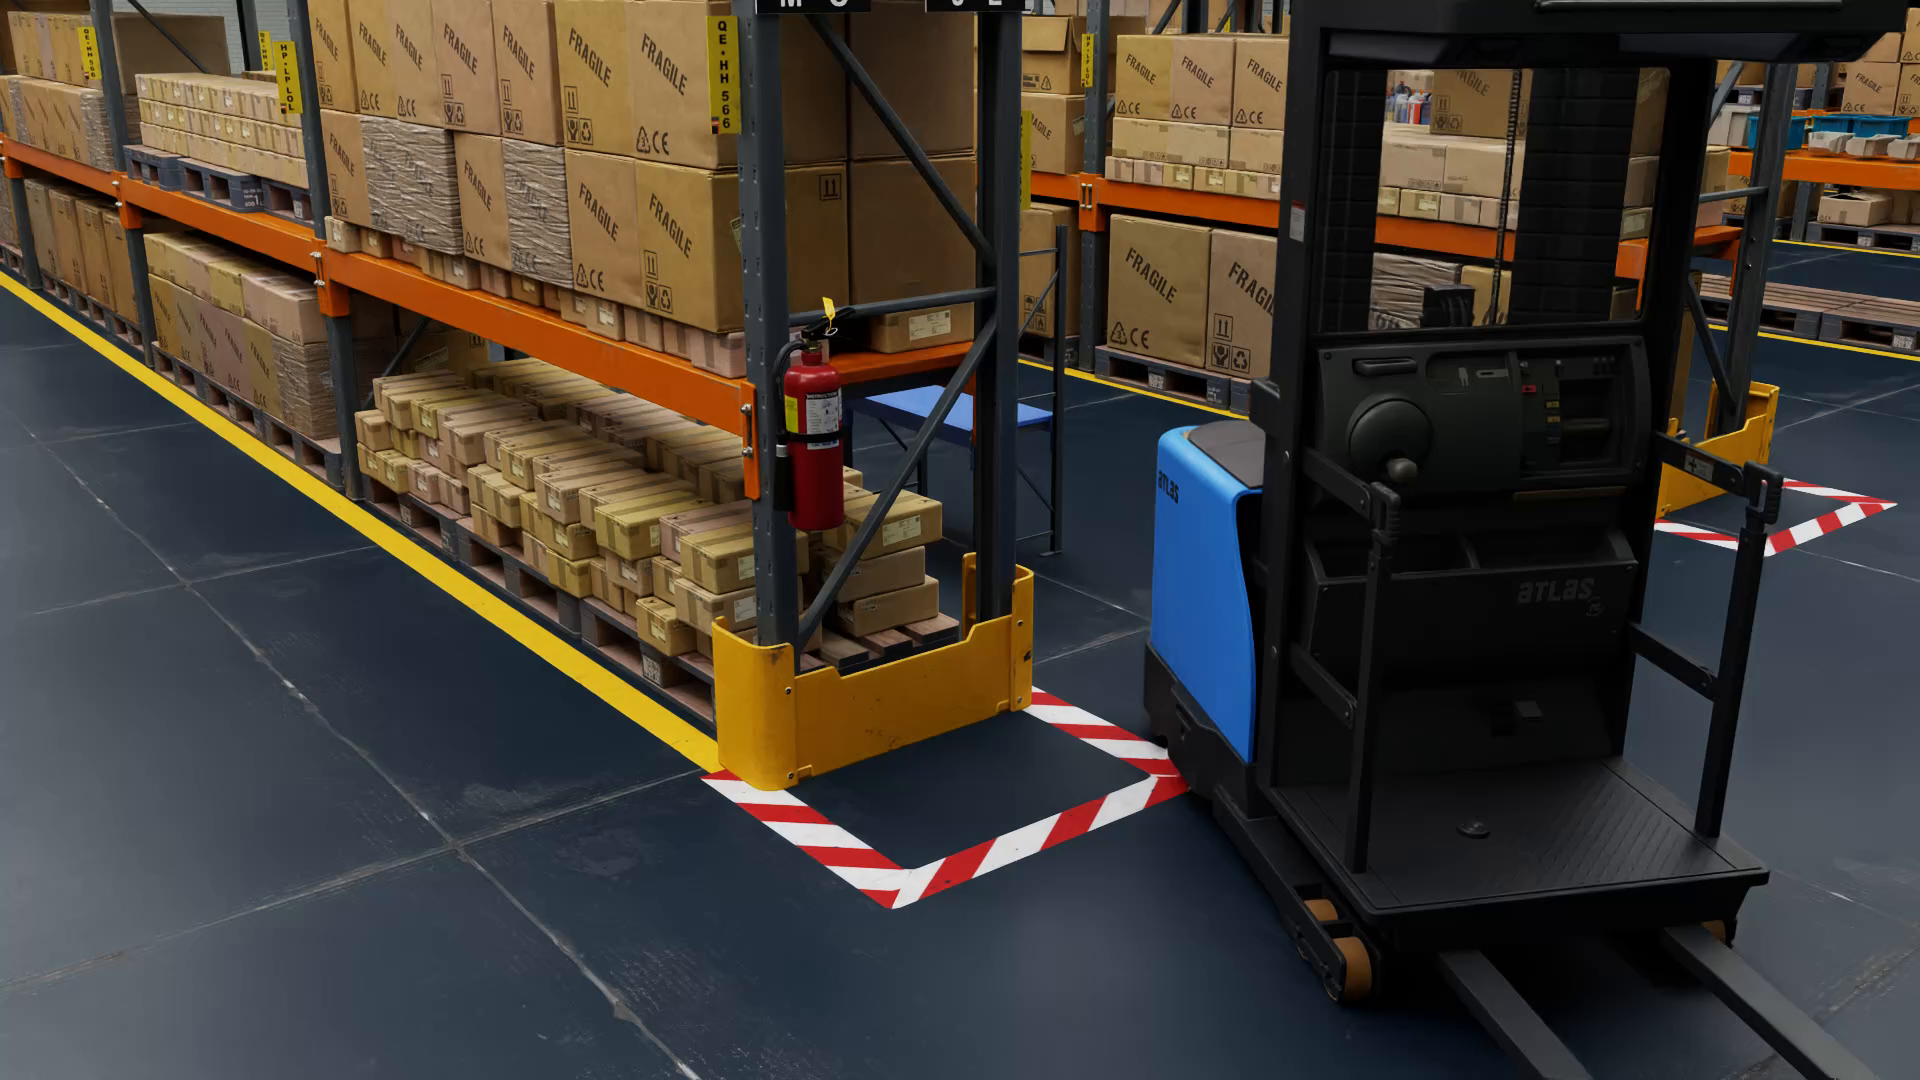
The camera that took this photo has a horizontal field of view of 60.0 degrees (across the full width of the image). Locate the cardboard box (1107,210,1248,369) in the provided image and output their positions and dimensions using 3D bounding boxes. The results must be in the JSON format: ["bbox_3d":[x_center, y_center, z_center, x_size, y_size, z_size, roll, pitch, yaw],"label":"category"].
[{"bbox_3d":[1.585,-1.678,10.871,0.875,0.875,0.875,-14,23,-36],"label":"cardboard box"}]

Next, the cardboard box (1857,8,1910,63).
[{"bbox_3d":[9.078,-4.949,16.288,0.500,0.500,0.500,-13,22,-35],"label":"cardboard box"}]

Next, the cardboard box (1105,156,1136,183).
[{"bbox_3d":[1.161,-2.409,10.764,0.380,0.149,0.250,-14,23,-36],"label":"cardboard box"}]

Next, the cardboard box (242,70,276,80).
[{"bbox_3d":[-4.533,-3.039,11.055,0.380,0.149,0.250,-15,24,-38],"label":"cardboard box"}]

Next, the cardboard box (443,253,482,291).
[{"bbox_3d":[-1.938,-1.155,6.977,0.380,0.149,0.250,-13,22,-34],"label":"cardboard box"}]

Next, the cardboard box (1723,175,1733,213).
[{"bbox_3d":[8.174,-3.810,17.872,0.500,0.500,0.500,-14,23,-36],"label":"cardboard box"}]

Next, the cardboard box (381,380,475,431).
[{"bbox_3d":[-2.537,-0.646,7.963,0.380,0.149,0.250,-13,22,-33],"label":"cardboard box"}]

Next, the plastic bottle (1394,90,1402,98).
[{"bbox_3d":[4.128,-4.099,15.674,0.097,0.271,0.097,0,18,0],"label":"plastic bottle"}]

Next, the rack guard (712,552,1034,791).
[{"bbox_3d":[-0.277,0.431,5.766,1.175,0.500,0.348,-14,23,-36],"label":"rack guard"}]

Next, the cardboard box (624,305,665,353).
[{"bbox_3d":[-0.946,-0.770,5.817,0.380,0.149,0.250,-14,23,-37],"label":"cardboard box"}]

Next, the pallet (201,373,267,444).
[{"bbox_3d":[-3.959,-0.891,10.218,1.003,0.211,1.213,-14,23,-36],"label":"pallet"}]

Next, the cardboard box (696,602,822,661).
[{"bbox_3d":[-0.720,0.328,5.967,0.380,0.149,0.250,-14,23,-35],"label":"cardboard box"}]

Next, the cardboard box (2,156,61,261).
[{"bbox_3d":[-8.016,-3.053,15.023,0.875,0.875,0.875,-14,23,-35],"label":"cardboard box"}]

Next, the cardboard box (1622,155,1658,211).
[{"bbox_3d":[3.212,-1.818,8.346,0.500,0.250,0.500,-14,23,-37],"label":"cardboard box"}]

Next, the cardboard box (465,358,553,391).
[{"bbox_3d":[-2.288,-0.814,8.470,0.380,0.149,0.250,-13,22,-35],"label":"cardboard box"}]

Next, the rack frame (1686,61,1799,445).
[{"bbox_3d":[3.721,-1.680,8.165,1.000,3.000,0.127,-14,23,-36],"label":"rack frame"}]

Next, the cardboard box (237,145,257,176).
[{"bbox_3d":[-3.762,-2.117,9.215,0.380,0.149,0.250,-15,24,-38],"label":"cardboard box"}]

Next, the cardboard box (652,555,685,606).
[{"bbox_3d":[-0.901,0.127,6.102,0.380,0.149,0.250,-15,23,-37],"label":"cardboard box"}]

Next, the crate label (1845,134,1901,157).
[{"bbox_3d":[6.595,-2.854,12.033,0.396,0.136,0.243,-14,23,-36],"label":"crate label"}]

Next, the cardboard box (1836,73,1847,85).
[{"bbox_3d":[11.387,-5.940,21.396,0.380,0.149,0.250,-14,23,-36],"label":"cardboard box"}]

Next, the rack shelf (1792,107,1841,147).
[{"bbox_3d":[7.764,-4.750,18.579,1.077,0.370,4.000,-14,23,-36],"label":"rack shelf"}]

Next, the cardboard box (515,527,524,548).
[{"bbox_3d":[-1.678,-0.055,7.123,0.380,0.149,0.250,-13,22,-35],"label":"cardboard box"}]

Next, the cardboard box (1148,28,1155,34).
[{"bbox_3d":[2.915,-7.263,23.835,0.380,0.149,0.250,-13,22,-35],"label":"cardboard box"}]

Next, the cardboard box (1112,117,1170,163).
[{"bbox_3d":[1.324,-2.569,10.614,0.500,0.250,0.500,-14,23,-37],"label":"cardboard box"}]

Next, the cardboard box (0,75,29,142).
[{"bbox_3d":[-7.565,-3.559,13.680,0.500,0.500,0.500,-14,23,-36],"label":"cardboard box"}]

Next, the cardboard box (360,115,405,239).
[{"bbox_3d":[-2.290,-1.620,7.349,0.500,0.500,0.500,-14,23,-36],"label":"cardboard box"}]

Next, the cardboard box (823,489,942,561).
[{"bbox_3d":[-0.288,-0.061,6.195,0.380,0.149,0.250,-15,24,-39],"label":"cardboard box"}]

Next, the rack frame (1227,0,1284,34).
[{"bbox_3d":[4.039,-6.570,22.931,1.000,3.000,0.127,-14,23,-36],"label":"rack frame"}]

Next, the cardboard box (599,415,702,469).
[{"bbox_3d":[-1.352,-0.424,7.293,0.380,0.149,0.250,-14,23,-36],"label":"cardboard box"}]

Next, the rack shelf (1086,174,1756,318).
[{"bbox_3d":[2.480,-1.831,9.766,1.077,0.370,4.000,-14,23,-36],"label":"rack shelf"}]

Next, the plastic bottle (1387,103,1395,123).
[{"bbox_3d":[3.905,-3.843,15.012,0.097,0.201,0.097,0,18,0],"label":"plastic bottle"}]

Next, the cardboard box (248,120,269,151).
[{"bbox_3d":[-3.604,-2.196,8.982,0.380,0.149,0.250,-15,23,-38],"label":"cardboard box"}]

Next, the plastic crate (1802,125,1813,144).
[{"bbox_3d":[6.437,-3.165,12.974,0.293,0.136,0.466,-14,23,-36],"label":"plastic crate"}]

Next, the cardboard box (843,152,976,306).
[{"bbox_3d":[-0.292,-1.090,5.751,0.500,0.500,0.500,-13,22,-34],"label":"cardboard box"}]

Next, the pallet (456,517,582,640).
[{"bbox_3d":[-1.507,0.061,7.344,1.003,0.211,1.213,-14,23,-36],"label":"pallet"}]

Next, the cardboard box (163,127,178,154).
[{"bbox_3d":[-4.743,-2.506,10.391,0.380,0.149,0.250,-13,22,-33],"label":"cardboard box"}]

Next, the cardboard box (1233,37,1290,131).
[{"bbox_3d":[1.961,-2.674,9.738,0.500,0.500,0.500,-15,23,-38],"label":"cardboard box"}]

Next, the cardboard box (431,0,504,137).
[{"bbox_3d":[-1.684,-1.845,6.441,0.500,0.500,0.500,-15,23,-38],"label":"cardboard box"}]

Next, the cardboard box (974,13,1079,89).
[{"bbox_3d":[0.418,-3.517,11.956,0.797,0.503,0.637,-14,23,-36],"label":"cardboard box"}]

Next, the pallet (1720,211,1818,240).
[{"bbox_3d":[8.471,-3.467,17.999,1.003,0.211,1.213,-14,23,-36],"label":"pallet"}]

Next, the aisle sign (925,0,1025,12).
[{"bbox_3d":[0.051,-2.012,5.030,0.394,0.787,0.004,-14,23,-36],"label":"aisle sign"}]

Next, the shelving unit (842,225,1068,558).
[{"bbox_3d":[-0.053,-0.733,7.690,0.538,1.500,1.048,-14,23,-36],"label":"shelving unit"}]

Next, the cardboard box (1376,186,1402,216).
[{"bbox_3d":[2.445,-1.900,9.227,0.380,0.149,0.250,-14,23,-36],"label":"cardboard box"}]

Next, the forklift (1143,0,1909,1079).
[{"bbox_3d":[1.432,-0.329,4.194,1.130,2.935,3.031,-3,19,-10],"label":"forklift"}]

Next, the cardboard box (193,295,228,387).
[{"bbox_3d":[-4.320,-1.248,10.168,0.500,0.500,0.500,-15,23,-37],"label":"cardboard box"}]

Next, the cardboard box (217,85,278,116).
[{"bbox_3d":[-3.924,-2.467,9.327,0.380,0.149,0.250,-15,24,-39],"label":"cardboard box"}]

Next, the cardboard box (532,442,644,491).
[{"bbox_3d":[-1.526,-0.277,6.847,0.380,0.149,0.250,-15,23,-38],"label":"cardboard box"}]

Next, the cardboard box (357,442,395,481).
[{"bbox_3d":[-2.739,-0.416,8.215,0.380,0.149,0.250,-15,24,-38],"label":"cardboard box"}]

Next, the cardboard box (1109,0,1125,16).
[{"bbox_3d":[2.512,-7.835,24.531,0.700,0.500,0.500,-14,23,-36],"label":"cardboard box"}]

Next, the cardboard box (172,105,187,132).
[{"bbox_3d":[-4.559,-2.578,10.133,0.380,0.149,0.250,-14,23,-36],"label":"cardboard box"}]

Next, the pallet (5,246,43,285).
[{"bbox_3d":[-8.091,-2.573,15.296,1.003,0.211,1.213,-14,23,-36],"label":"pallet"}]

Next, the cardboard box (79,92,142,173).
[{"bbox_3d":[-5.687,-2.814,11.431,0.500,0.500,0.500,-14,23,-36],"label":"cardboard box"}]

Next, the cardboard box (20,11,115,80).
[{"bbox_3d":[-7.046,-3.968,13.326,0.700,0.500,0.500,-14,23,-37],"label":"cardboard box"}]

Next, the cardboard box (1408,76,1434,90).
[{"bbox_3d":[5.747,-5.632,20.500,0.380,0.149,0.250,-14,23,-36],"label":"cardboard box"}]

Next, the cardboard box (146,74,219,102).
[{"bbox_3d":[-4.893,-2.853,10.493,0.380,0.149,0.250,-15,23,-38],"label":"cardboard box"}]

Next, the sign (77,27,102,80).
[{"bbox_3d":[-5.630,-3.149,10.758,0.100,0.325,0.005,-14,23,-36],"label":"sign"}]

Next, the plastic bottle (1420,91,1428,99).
[{"bbox_3d":[4.362,-4.079,15.614,0.097,0.271,0.097,0,18,0],"label":"plastic bottle"}]

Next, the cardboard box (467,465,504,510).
[{"bbox_3d":[-1.907,-0.246,7.228,0.380,0.149,0.250,-14,23,-37],"label":"cardboard box"}]

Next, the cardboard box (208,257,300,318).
[{"bbox_3d":[-4.022,-1.482,9.683,0.500,0.250,0.500,-15,24,-38],"label":"cardboard box"}]
